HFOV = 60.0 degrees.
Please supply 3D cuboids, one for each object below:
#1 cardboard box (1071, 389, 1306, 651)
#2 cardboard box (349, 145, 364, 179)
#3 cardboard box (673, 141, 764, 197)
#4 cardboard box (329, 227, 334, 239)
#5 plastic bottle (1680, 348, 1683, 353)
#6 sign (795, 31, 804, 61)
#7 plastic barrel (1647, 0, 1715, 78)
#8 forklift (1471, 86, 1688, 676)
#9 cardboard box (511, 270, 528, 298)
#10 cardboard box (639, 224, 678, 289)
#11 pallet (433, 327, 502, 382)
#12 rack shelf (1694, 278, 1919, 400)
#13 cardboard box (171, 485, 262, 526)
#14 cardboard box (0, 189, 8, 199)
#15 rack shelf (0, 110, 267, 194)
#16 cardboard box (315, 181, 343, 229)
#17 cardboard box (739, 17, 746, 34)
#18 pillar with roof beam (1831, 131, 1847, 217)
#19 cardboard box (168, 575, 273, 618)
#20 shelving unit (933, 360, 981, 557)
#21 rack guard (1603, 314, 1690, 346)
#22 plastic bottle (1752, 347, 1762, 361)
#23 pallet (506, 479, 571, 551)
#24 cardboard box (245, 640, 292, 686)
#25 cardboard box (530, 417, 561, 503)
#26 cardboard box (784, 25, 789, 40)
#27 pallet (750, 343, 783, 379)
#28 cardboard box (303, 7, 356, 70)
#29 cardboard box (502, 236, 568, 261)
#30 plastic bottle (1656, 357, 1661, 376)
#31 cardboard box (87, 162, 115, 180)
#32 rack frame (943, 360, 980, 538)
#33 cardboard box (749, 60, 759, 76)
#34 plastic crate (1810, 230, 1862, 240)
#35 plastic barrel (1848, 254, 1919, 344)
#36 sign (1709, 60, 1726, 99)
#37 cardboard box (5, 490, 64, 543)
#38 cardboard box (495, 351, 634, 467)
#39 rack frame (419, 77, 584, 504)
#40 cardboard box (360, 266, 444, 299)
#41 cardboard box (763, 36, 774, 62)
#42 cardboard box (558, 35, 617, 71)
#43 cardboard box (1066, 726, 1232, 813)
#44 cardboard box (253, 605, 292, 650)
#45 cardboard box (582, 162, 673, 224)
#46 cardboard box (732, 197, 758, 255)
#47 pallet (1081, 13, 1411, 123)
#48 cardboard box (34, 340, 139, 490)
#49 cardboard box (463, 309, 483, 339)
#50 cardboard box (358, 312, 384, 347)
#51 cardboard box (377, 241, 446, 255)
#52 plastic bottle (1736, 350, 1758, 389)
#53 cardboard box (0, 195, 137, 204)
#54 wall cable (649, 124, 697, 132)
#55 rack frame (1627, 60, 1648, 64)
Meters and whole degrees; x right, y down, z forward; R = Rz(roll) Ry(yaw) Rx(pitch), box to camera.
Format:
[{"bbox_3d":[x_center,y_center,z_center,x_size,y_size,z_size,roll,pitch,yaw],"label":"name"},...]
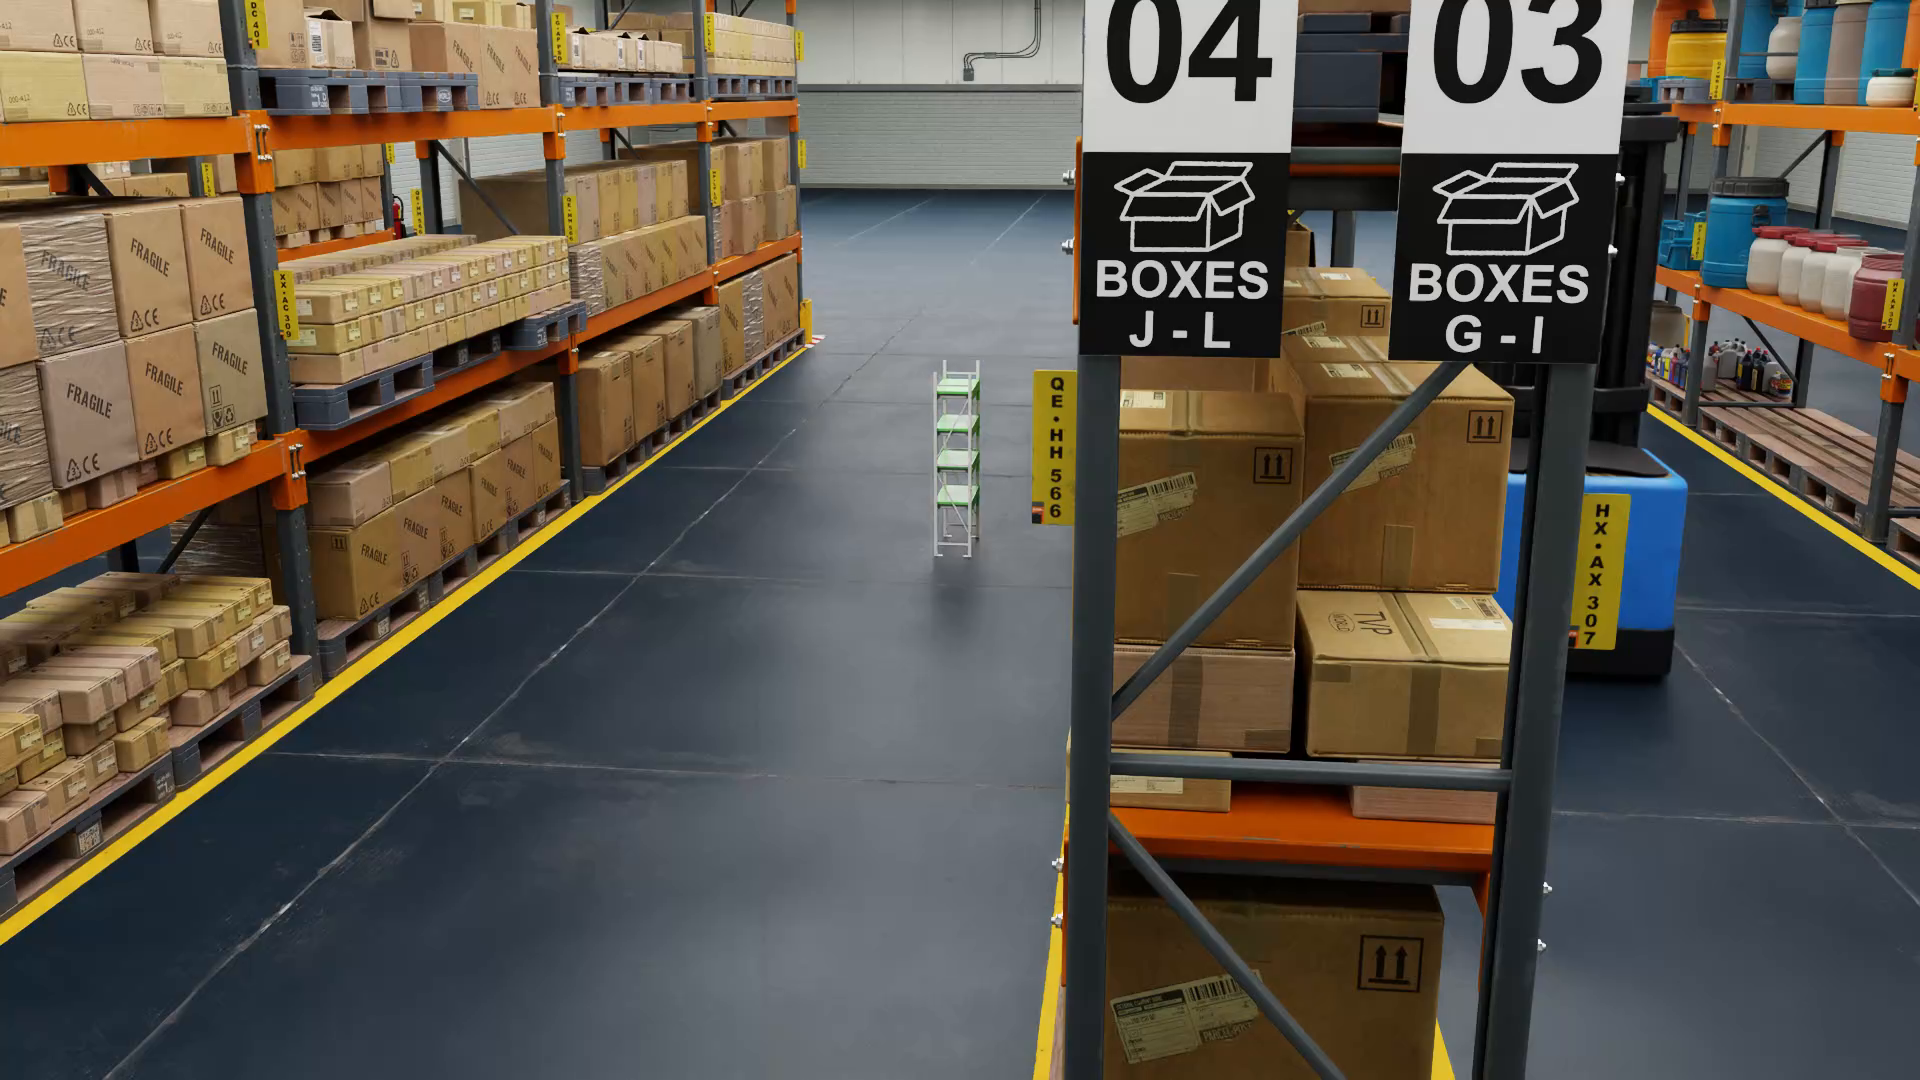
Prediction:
[{"bbox_3d":[0.532,-0.064,3.932,0.500,0.500,0.500,2,15,7],"label":"cardboard box"},{"bbox_3d":[-7.209,-4.343,18.799,0.700,0.500,0.500,2,15,7],"label":"cardboard box"},{"bbox_3d":[-2.553,-3.889,17.443,0.875,0.550,0.500,2,15,6],"label":"cardboard box"},{"bbox_3d":[-7.269,-3.449,18.651,0.380,0.149,0.250,2,15,7],"label":"cardboard box"},{"bbox_3d":[6.986,-1.712,16.109,0.061,0.283,0.133,2,15,6],"label":"plastic bottle"},{"bbox_3d":[-1.836,-5.636,18.968,0.100,0.325,0.005,2,15,6],"label":"sign"},{"bbox_3d":[7.536,-5.229,17.378,0.600,0.830,0.708,2,15,6],"label":"plastic barrel"},{"bbox_3d":[3.276,-1.069,9.499,1.130,2.935,3.031,2,15,8],"label":"forklift"},{"bbox_3d":[-2.964,-1.625,10.531,0.380,0.149,0.250,2,15,6],"label":"cardboard box"},{"bbox_3d":[-2.732,-2.424,14.189,0.500,0.500,0.500,2,15,7],"label":"cardboard box"},{"bbox_3d":[-3.459,-1.136,9.986,1.003,0.211,1.213,2,15,6],"label":"pallet"},{"bbox_3d":[6.788,-1.597,12.700,1.077,0.370,4.000,2,15,6],"label":"rack shelf"},{"bbox_3d":[-3.895,-0.265,8.943,0.500,0.250,0.500,1,15,5],"label":"cardboard box"},{"bbox_3d":[-7.874,-2.503,13.107,0.500,0.500,0.500,2,15,9],"label":"cardboard box"},{"bbox_3d":[-3.953,-1.288,5.812,1.077,0.370,4.000,2,15,6],"label":"rack shelf"},{"bbox_3d":[-7.212,-3.722,18.418,0.500,0.500,0.500,2,15,6],"label":"cardboard box"},{"bbox_3d":[-2.333,-5.093,16.460,0.380,0.149,0.250,2,15,7],"label":"cardboard box"},{"bbox_3d":[16.520,-12.249,39.222,9.100,9.000,0.400,2,15,6],"label":"pillar with roof beam"},{"bbox_3d":[-3.509,0.280,7.897,0.380,0.149,0.250,2,15,8],"label":"cardboard box"},{"bbox_3d":[-0.019,-0.536,10.847,0.258,1.200,0.503,2,15,6],"label":"shelving unit"},{"bbox_3d":[7.503,-2.273,18.609,1.175,0.500,0.348,2,15,6],"label":"rack guard"},{"bbox_3d":[7.538,-1.643,15.723,0.144,0.351,0.185,1,15,4],"label":"plastic bottle"},{"bbox_3d":[-3.366,-0.195,11.479,1.003,0.211,1.213,2,15,6],"label":"pallet"},{"bbox_3d":[-3.433,0.579,7.932,0.380,0.149,0.250,2,15,7],"label":"cardboard box"},{"bbox_3d":[-3.091,-0.561,11.476,0.500,0.500,0.500,2,15,6],"label":"cardboard box"},{"bbox_3d":[-2.104,-5.619,18.407,0.380,0.149,0.250,2,15,7],"label":"cardboard box"},{"bbox_3d":[-2.526,-1.947,17.959,1.003,0.211,1.213,2,15,6],"label":"pallet"},{"bbox_3d":[-3.420,-2.536,8.414,0.500,0.311,0.500,1,15,5],"label":"cardboard box"},{"bbox_3d":[-2.876,-1.972,11.244,0.380,0.149,0.250,1,15,4],"label":"cardboard box"},{"bbox_3d":[6.866,-1.707,16.247,0.097,0.201,0.097,0,15,0],"label":"plastic bottle"},{"bbox_3d":[-7.655,-3.231,14.556,0.380,0.149,0.250,1,15,4],"label":"cardboard box"},{"bbox_3d":[0.009,-0.600,11.081,0.240,1.200,0.015,2,15,6],"label":"rack frame"},{"bbox_3d":[-2.274,-4.838,17.045,0.380,0.149,0.250,2,15,7],"label":"cardboard box"},{"bbox_3d":[7.263,-2.359,14.018,0.402,0.464,0.583,2,15,6],"label":"plastic crate"},{"bbox_3d":[6.313,-1.620,11.148,0.600,0.536,0.708,2,15,6],"label":"plastic barrel"},{"bbox_3d":[6.468,-3.934,14.202,0.100,0.325,0.005,2,15,6],"label":"sign"},{"bbox_3d":[-3.632,-0.096,6.253,0.380,0.149,0.250,2,15,7],"label":"cardboard box"},{"bbox_3d":[-3.118,-1.016,12.677,1.050,0.750,0.750,1,15,5],"label":"cardboard box"},{"bbox_3d":[-3.276,-1.744,11.864,1.000,3.000,0.127,2,15,6],"label":"rack frame"},{"bbox_3d":[-3.110,-1.434,9.254,0.380,0.149,0.250,2,15,6],"label":"cardboard box"},{"bbox_3d":[-2.266,-5.194,17.598,0.500,0.250,0.500,2,15,6],"label":"cardboard box"},{"bbox_3d":[-2.919,-3.681,12.575,0.500,0.250,0.500,2,15,8],"label":"cardboard box"},{"bbox_3d":[0.451,0.523,3.964,0.380,0.149,0.250,2,15,7],"label":"cardboard box"},{"bbox_3d":[-3.447,0.415,7.969,0.380,0.149,0.250,2,15,7],"label":"cardboard box"},{"bbox_3d":[-2.931,-3.050,14.587,0.700,0.500,0.500,1,15,5],"label":"cardboard box"},{"bbox_3d":[-2.578,-3.229,17.072,0.875,0.550,0.550,2,15,6],"label":"cardboard box"},{"bbox_3d":[0.811,-1.094,3.886,1.003,0.211,1.213,2,15,6],"label":"pallet"},{"bbox_3d":[-3.619,-0.501,6.506,0.500,0.500,0.500,2,15,6],"label":"cardboard box"},{"bbox_3d":[-3.053,-1.280,9.828,0.380,0.149,0.250,1,15,4],"label":"cardboard box"},{"bbox_3d":[-3.199,-1.087,8.543,0.380,0.149,0.250,1,15,5],"label":"cardboard box"},{"bbox_3d":[-3.581,-1.865,10.849,0.380,0.149,0.250,2,15,6],"label":"cardboard box"},{"bbox_3d":[7.373,-1.598,15.557,0.144,0.351,0.185,2,15,6],"label":"plastic bottle"},{"bbox_3d":[-4.021,-1.271,7.439,0.500,0.500,0.500,2,15,8],"label":"cardboard box"},{"bbox_3d":[-8.178,-13.832,51.026,3.097,2.526,0.112,2,15,6],"label":"wall cable"},{"bbox_3d":[7.465,-6.396,17.578,1.000,3.000,0.127,2,15,6],"label":"rack frame"}]
